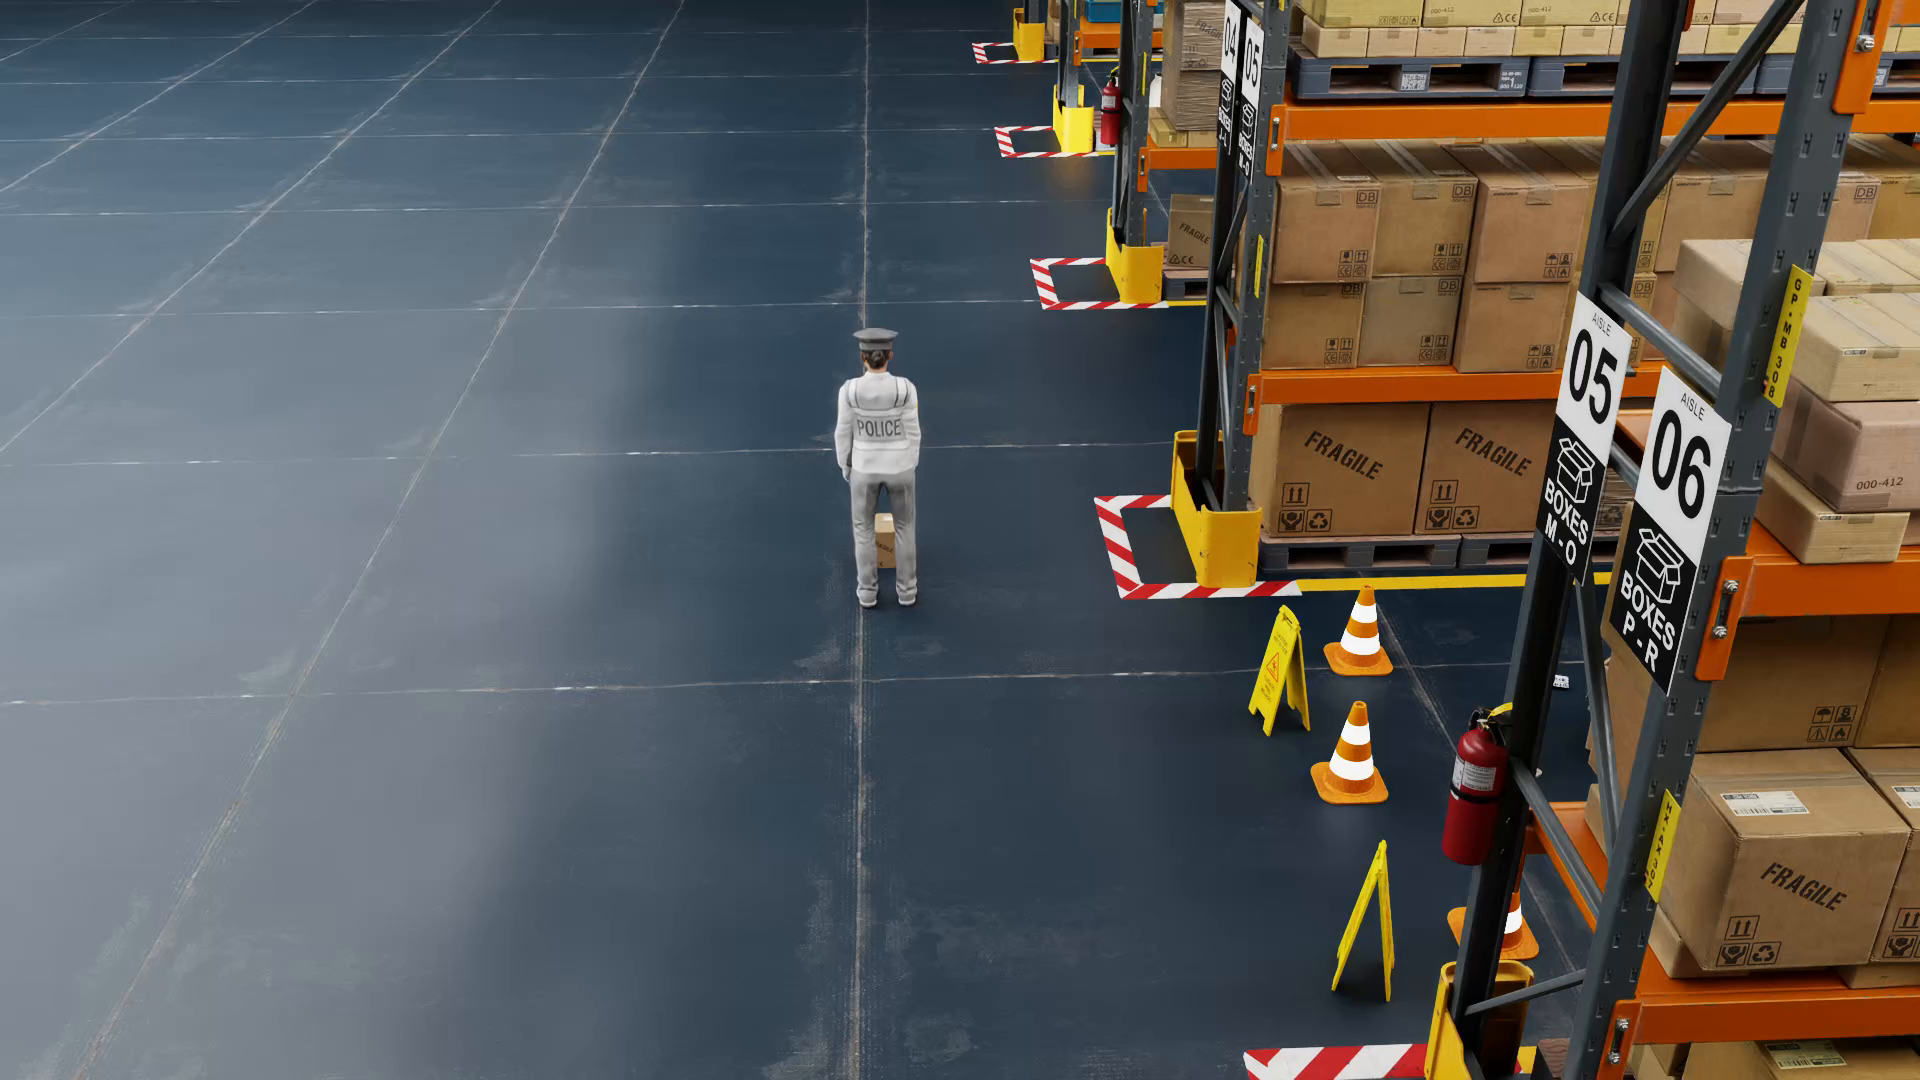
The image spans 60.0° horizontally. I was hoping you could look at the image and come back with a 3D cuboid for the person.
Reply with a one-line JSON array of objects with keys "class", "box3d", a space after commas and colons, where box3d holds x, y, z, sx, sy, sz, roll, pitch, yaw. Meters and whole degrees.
[{"class": "person", "box3d": [-0.459, -0.392, 9.384, 0.479, 1.656, 0.352, -1, 28, -2]}]
